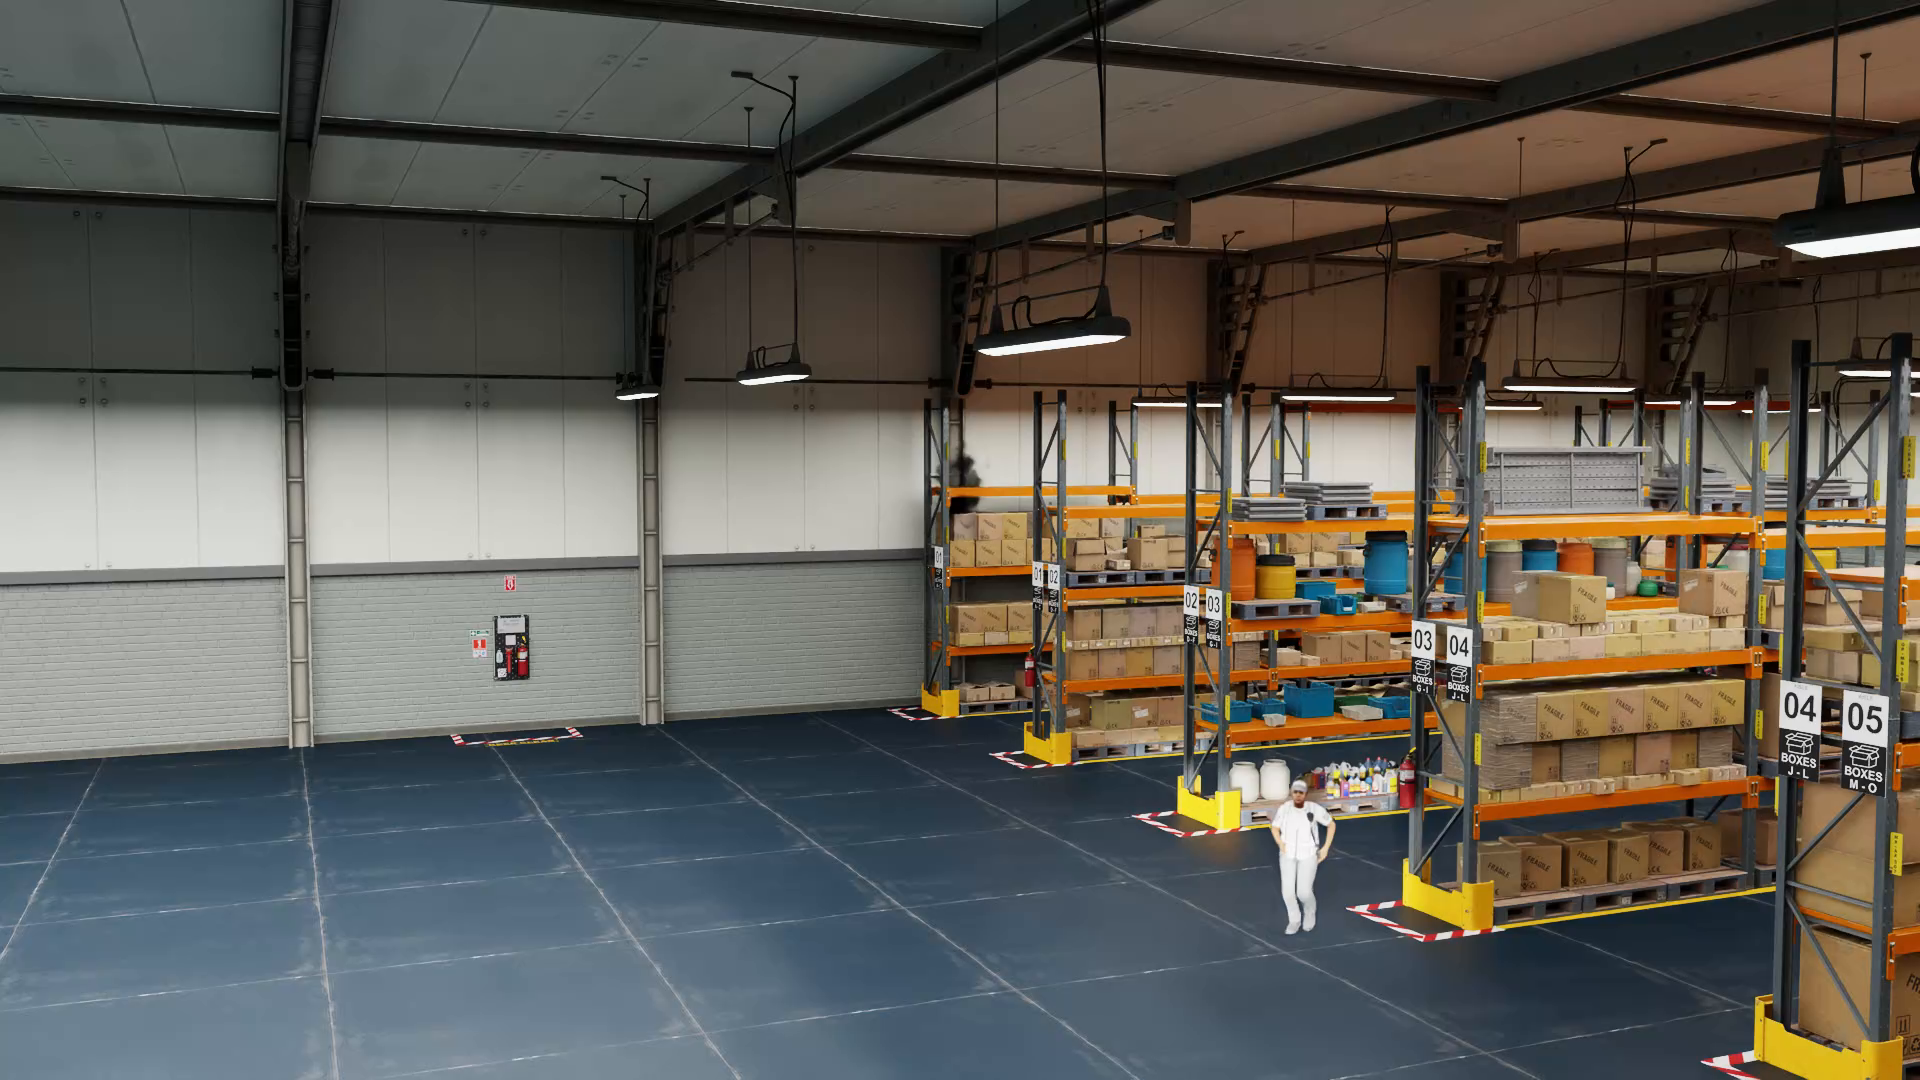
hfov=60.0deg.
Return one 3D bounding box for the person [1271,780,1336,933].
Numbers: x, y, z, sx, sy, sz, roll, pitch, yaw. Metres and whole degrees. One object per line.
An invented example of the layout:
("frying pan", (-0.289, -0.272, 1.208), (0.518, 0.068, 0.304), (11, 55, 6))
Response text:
("person", (3.563, 3.328, 17.400), (0.638, 1.633, 0.574), (1, 4, 24))
